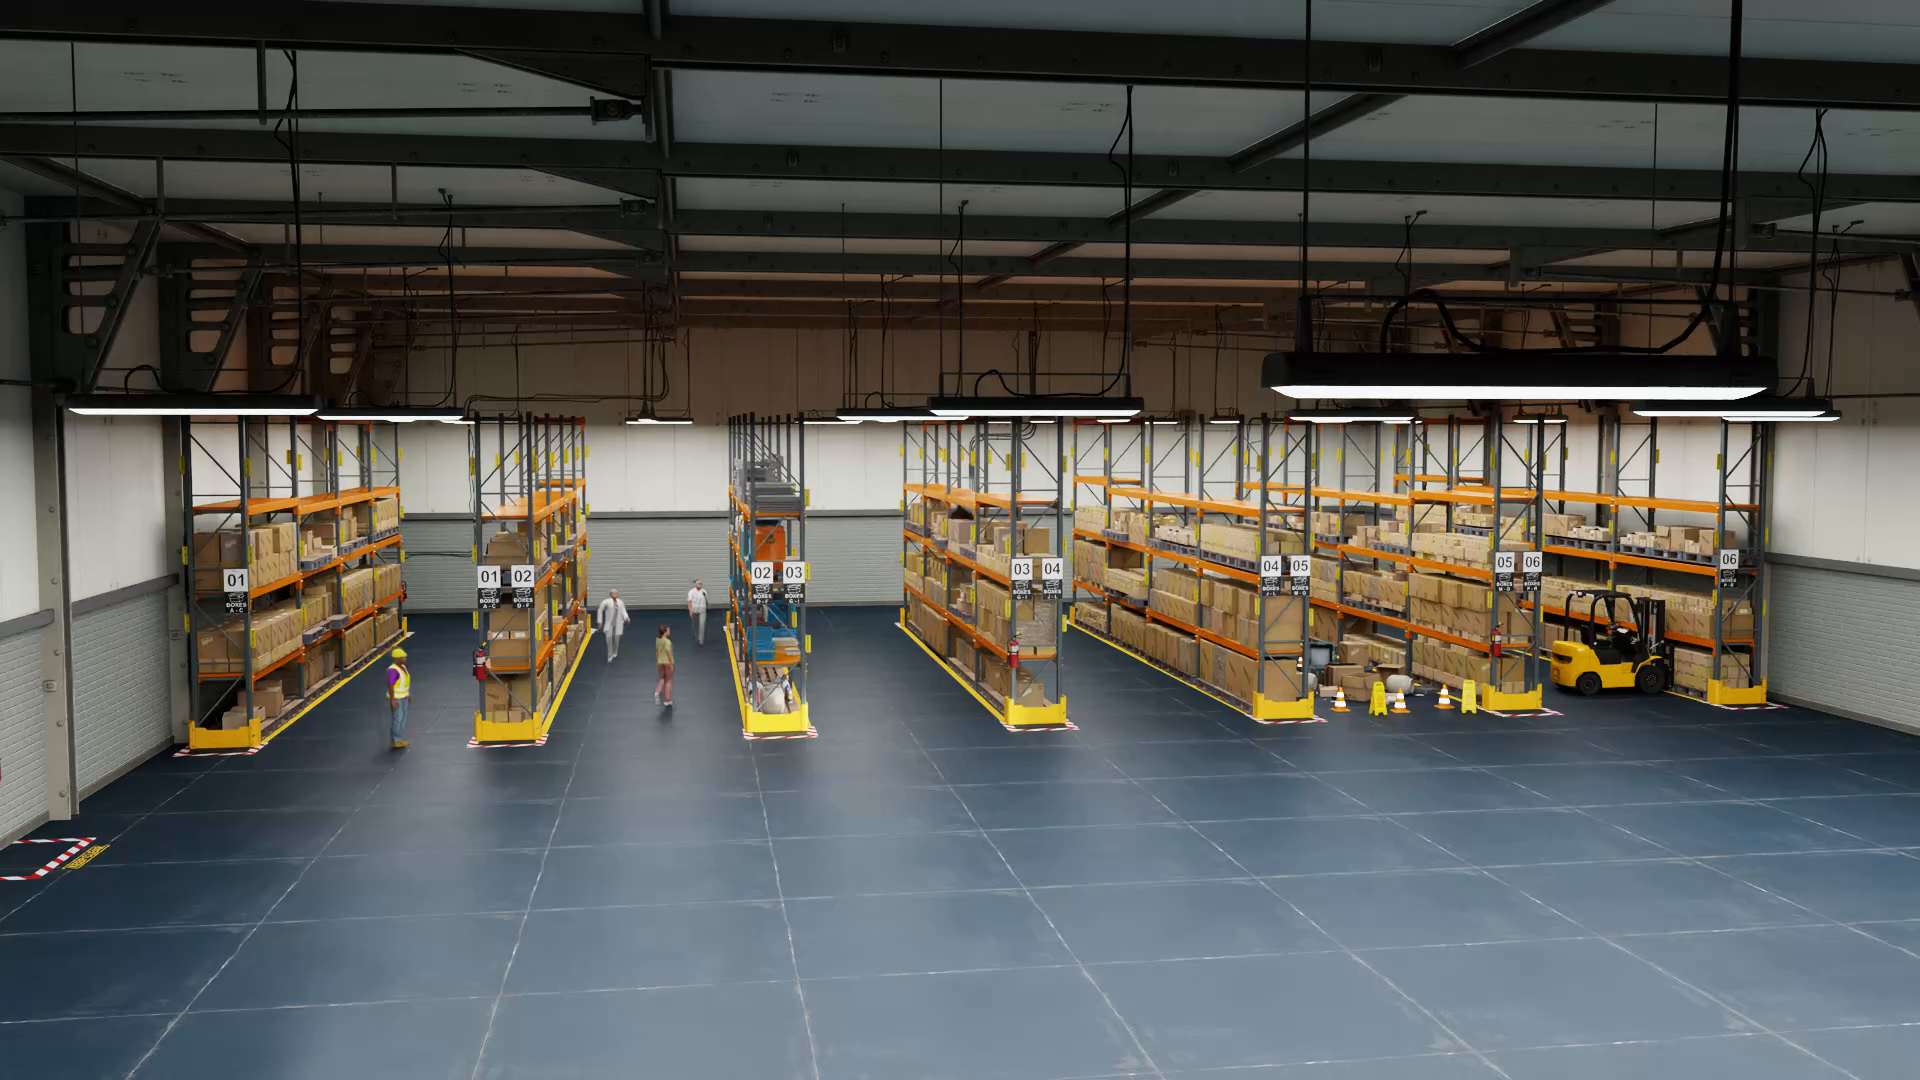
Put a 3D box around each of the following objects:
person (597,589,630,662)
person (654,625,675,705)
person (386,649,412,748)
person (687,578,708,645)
[{"bbox_3d":[-8.528,2.112,40.937,0.786,1.815,0.935,-1,4,-11],"label":"person"},{"bbox_3d":[-6.057,2.610,34.077,0.446,1.562,0.484,2,4,25],"label":"person"},{"bbox_3d":[-10.021,2.818,29.695,0.377,1.765,0.616,1,4,8],"label":"person"},{"bbox_3d":[-6.907,1.874,43.795,0.530,1.719,1.042,0,4,2],"label":"person"}]
